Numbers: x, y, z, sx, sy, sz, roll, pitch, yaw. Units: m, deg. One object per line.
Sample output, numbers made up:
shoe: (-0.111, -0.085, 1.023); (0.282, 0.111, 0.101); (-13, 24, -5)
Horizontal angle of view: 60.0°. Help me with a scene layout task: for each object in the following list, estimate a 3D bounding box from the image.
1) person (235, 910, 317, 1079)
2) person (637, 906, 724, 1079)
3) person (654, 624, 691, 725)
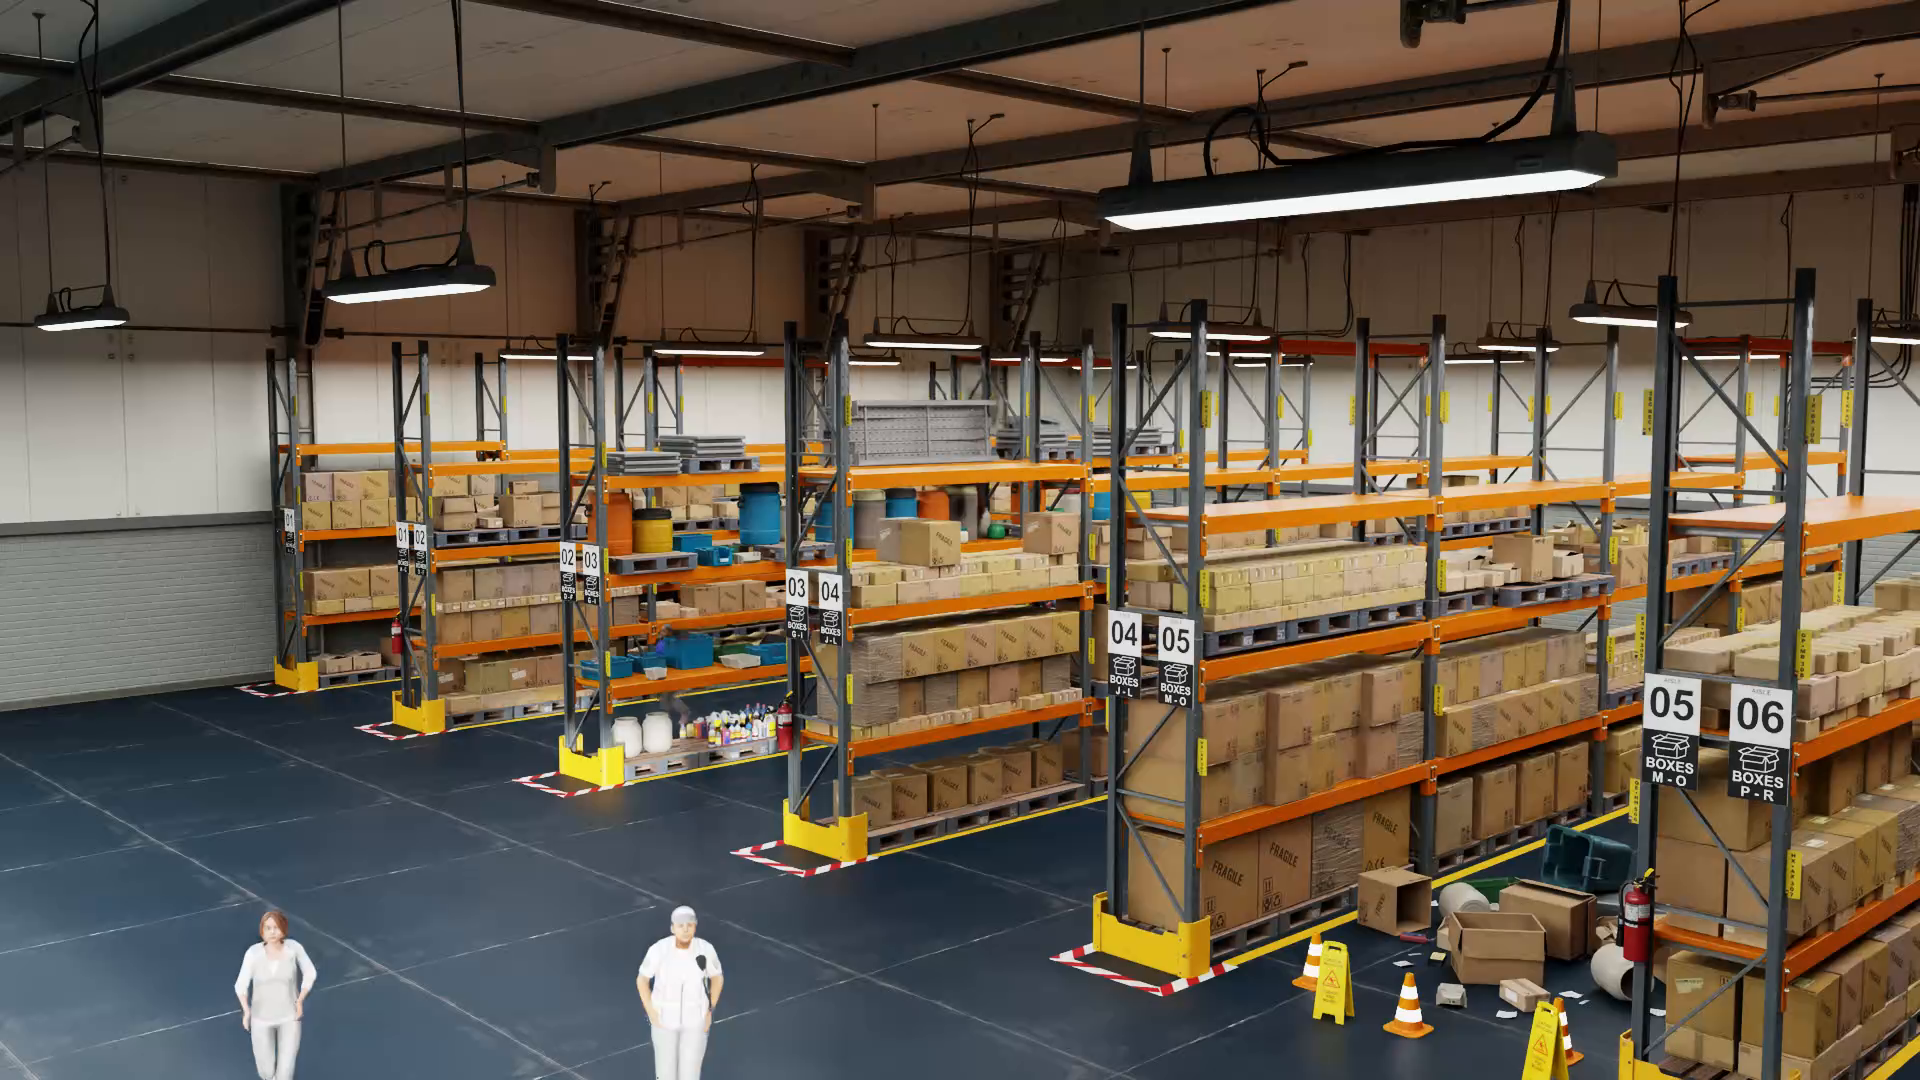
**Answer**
person: (-4.836, 3.381, 11.782); (0.536, 1.569, 0.619); (-2, 5, -21)
person: (-1.952, 3.357, 11.650); (0.602, 1.643, 0.553); (-1, 5, -11)
person: (-4.461, 2.094, 25.504); (0.582, 1.639, 0.944); (4, 6, 39)
